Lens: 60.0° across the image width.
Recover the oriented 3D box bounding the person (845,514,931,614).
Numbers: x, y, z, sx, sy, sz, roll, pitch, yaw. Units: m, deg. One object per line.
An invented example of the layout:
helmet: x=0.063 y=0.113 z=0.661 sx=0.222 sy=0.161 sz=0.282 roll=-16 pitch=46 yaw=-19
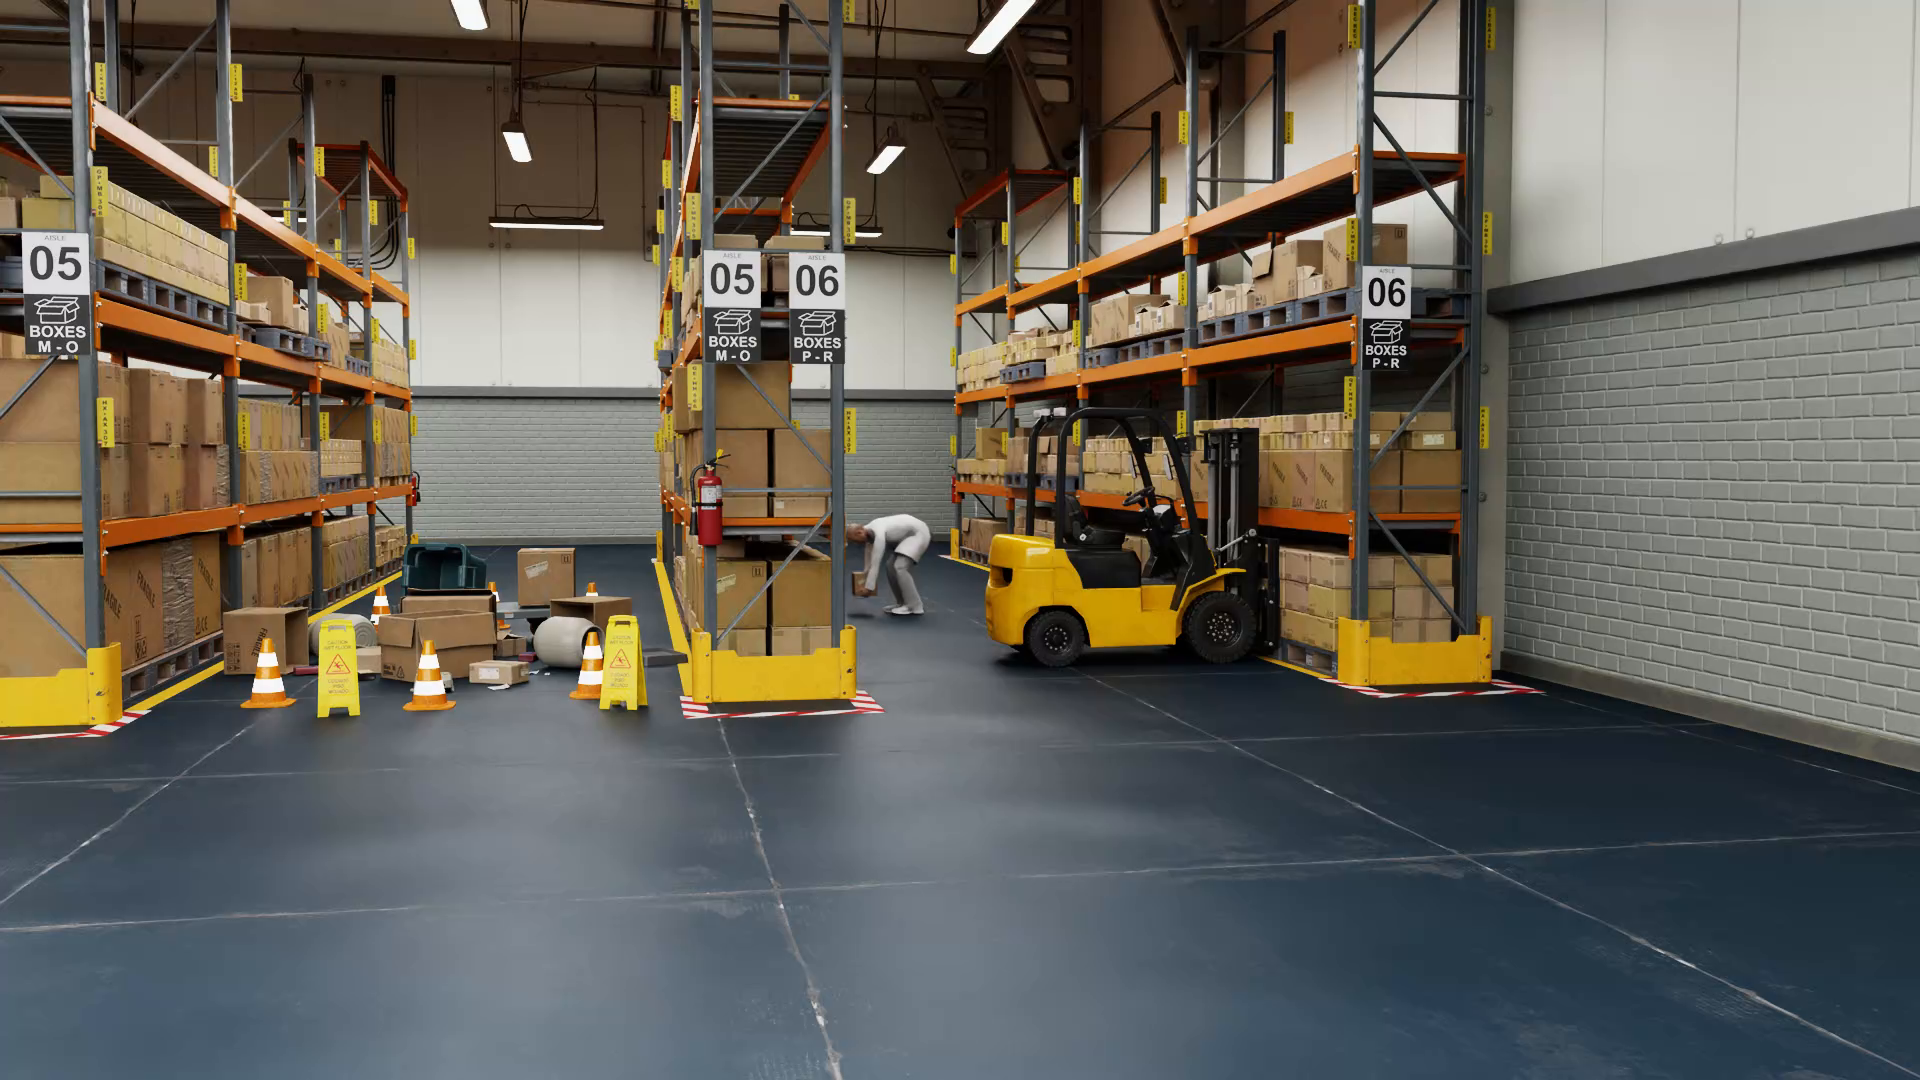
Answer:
person: x=-0.799 y=0.270 z=18.438 sx=0.950 sy=1.101 sz=0.573 roll=-1 pitch=3 yaw=-14
